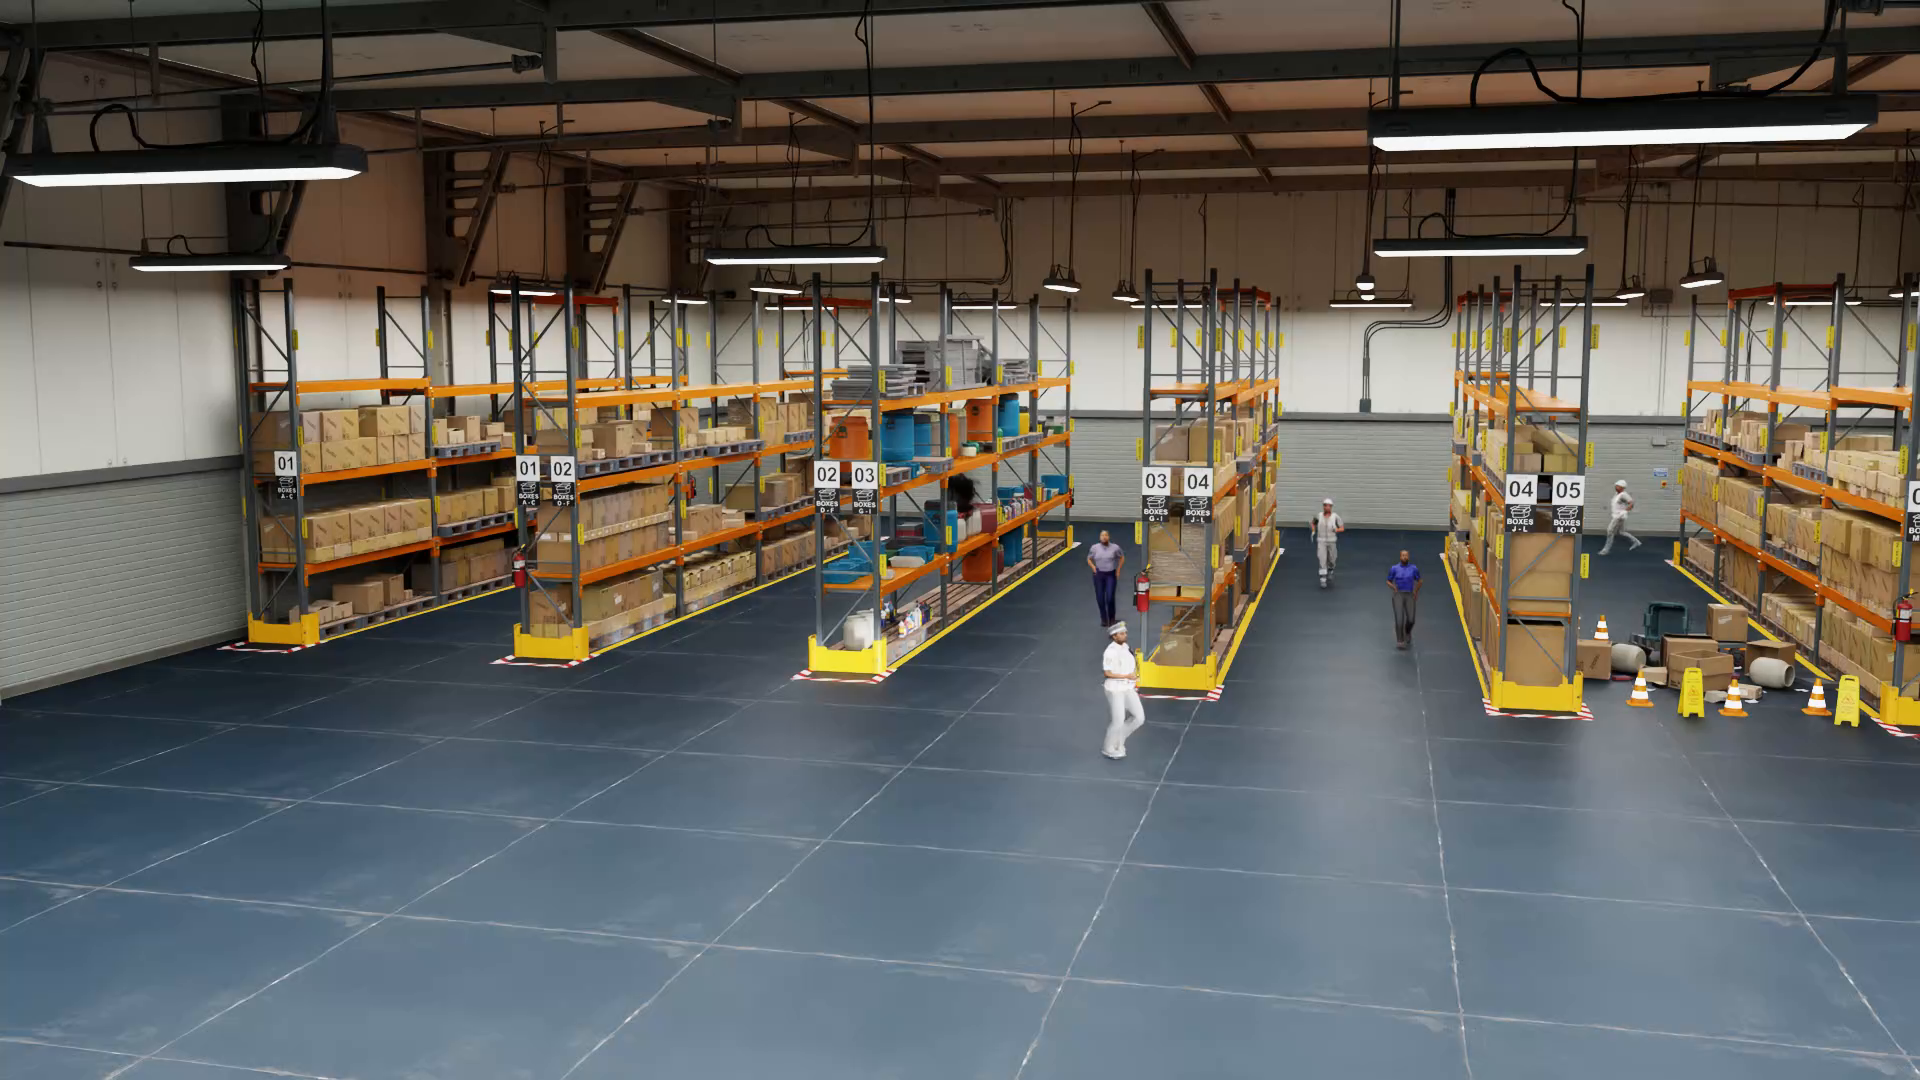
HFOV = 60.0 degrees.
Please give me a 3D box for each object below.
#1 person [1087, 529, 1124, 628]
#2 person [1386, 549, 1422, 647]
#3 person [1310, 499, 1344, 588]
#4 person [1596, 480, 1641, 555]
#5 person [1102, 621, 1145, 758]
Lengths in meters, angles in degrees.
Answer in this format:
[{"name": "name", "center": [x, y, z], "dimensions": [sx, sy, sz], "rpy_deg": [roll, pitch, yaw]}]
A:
[{"name": "person", "center": [2.373, 0.657, 27.334], "dimensions": [0.603, 1.673, 0.573], "rpy_deg": [2, 7, 13]}, {"name": "person", "center": [7.243, 0.956, 27.115], "dimensions": [0.570, 1.609, 0.568], "rpy_deg": [1, 7, 10]}, {"name": "person", "center": [7.462, 0.051, 33.837], "dimensions": [0.665, 1.768, 0.985], "rpy_deg": [1, 7, 12]}, {"name": "person", "center": [15.368, -0.510, 38.696], "dimensions": [0.994, 1.786, 0.717], "rpy_deg": [2, 7, 14]}, {"name": "person", "center": [1.967, 1.795, 19.865], "dimensions": [0.586, 1.672, 0.562], "rpy_deg": [6, 9, 43]}]
